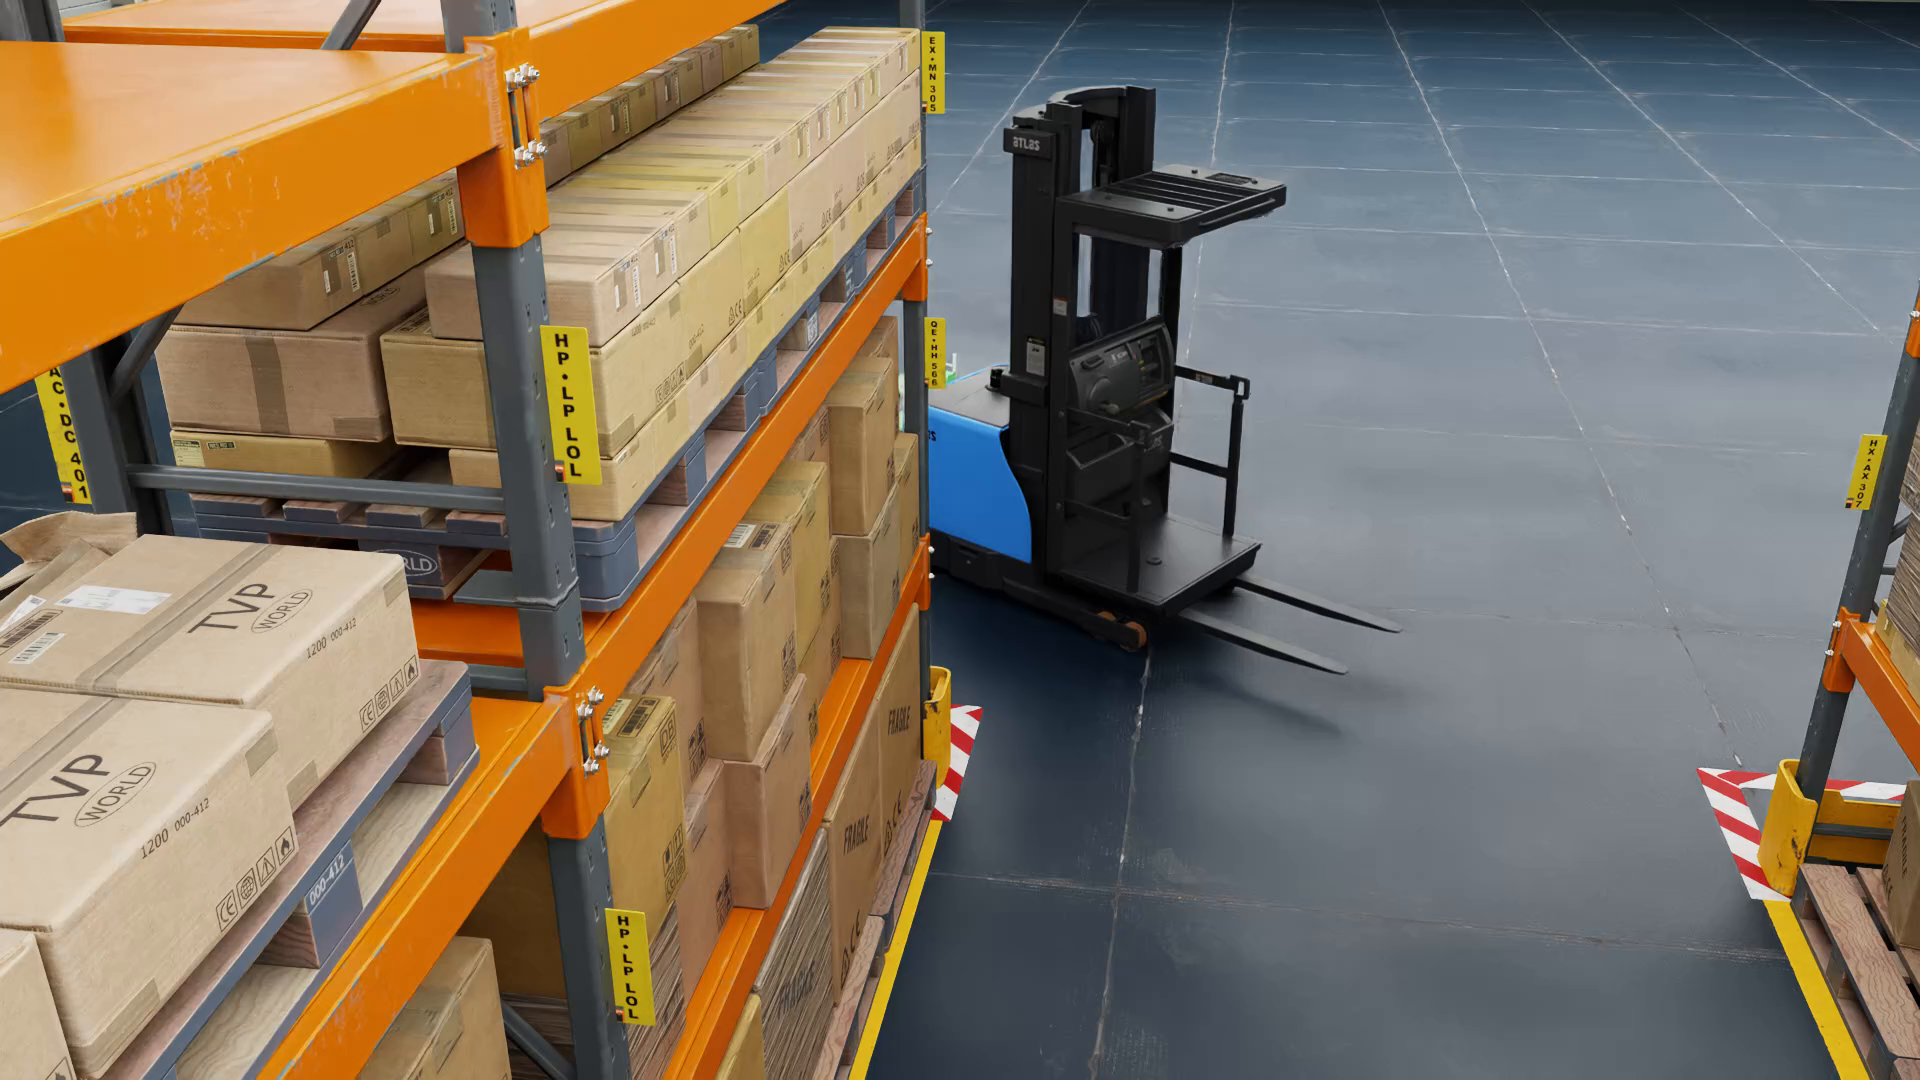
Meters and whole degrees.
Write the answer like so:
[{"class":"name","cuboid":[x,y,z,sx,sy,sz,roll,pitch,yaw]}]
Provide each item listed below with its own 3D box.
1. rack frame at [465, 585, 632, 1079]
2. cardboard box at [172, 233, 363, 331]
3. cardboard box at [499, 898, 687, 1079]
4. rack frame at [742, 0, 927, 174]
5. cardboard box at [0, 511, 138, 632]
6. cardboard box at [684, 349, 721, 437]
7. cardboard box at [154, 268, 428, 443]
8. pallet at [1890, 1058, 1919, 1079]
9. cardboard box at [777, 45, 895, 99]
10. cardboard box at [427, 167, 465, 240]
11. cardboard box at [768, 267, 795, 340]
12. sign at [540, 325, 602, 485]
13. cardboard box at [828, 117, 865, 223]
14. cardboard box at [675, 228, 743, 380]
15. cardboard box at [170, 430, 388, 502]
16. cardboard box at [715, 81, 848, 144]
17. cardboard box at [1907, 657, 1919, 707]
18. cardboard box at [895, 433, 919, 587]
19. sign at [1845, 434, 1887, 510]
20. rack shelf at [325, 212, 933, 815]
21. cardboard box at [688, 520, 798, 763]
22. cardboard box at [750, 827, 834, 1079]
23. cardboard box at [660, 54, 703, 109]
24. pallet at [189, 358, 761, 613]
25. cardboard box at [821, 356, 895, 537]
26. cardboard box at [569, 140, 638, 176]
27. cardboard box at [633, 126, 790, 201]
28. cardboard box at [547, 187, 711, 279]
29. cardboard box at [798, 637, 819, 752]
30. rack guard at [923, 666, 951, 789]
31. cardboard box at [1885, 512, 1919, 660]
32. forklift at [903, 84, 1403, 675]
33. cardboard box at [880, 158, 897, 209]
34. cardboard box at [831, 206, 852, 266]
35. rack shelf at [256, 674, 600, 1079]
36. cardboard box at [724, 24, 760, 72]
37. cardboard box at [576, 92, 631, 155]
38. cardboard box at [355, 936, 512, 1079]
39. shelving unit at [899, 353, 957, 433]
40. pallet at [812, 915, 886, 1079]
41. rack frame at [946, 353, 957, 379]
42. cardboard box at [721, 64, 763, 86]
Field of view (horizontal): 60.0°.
[{"class":"rack frame","cuboid":[-1.299,1.441,4.132,1.000,3.000,0.127,4,25,9]},{"class":"cardboard box","cuboid":[-1.554,-0.575,3.644,0.380,0.149,0.250,4,25,8]},{"class":"cardboard box","cuboid":[-1.251,1.218,4.432,0.875,0.550,0.550,4,25,9]},{"class":"rack frame","cuboid":[-0.645,-2.949,6.435,1.000,3.000,0.127,4,25,9]},{"class":"cardboard box","cuboid":[-1.644,0.143,2.912,0.258,0.266,0.396,4,25,8]},{"class":"cardboard box","cuboid":[-0.822,-0.380,4.169,0.380,0.149,0.250,4,25,8]},{"class":"cardboard box","cuboid":[-1.472,-0.443,3.833,0.500,0.250,0.500,4,25,8]},{"class":"pallet","cuboid":[3.850,2.295,5.598,1.003,0.211,1.213,4,25,9]},{"class":"cardboard box","cuboid":[-0.450,-1.697,6.041,0.380,0.149,0.250,4,25,9]},{"class":"cardboard box","cuboid":[-1.430,-0.890,4.318,0.380,0.149,0.250,4,25,9]},{"class":"cardboard box","cuboid":[-0.698,-0.700,4.853,0.380,0.149,0.250,4,25,9]},{"class":"sign","cuboid":[-0.762,-0.260,3.248,0.100,0.325,0.005,4,25,9]},{"class":"cardboard box","cuboid":[-0.615,-1.249,5.555,0.500,0.250,0.500,4,25,8]},{"class":"cardboard box","cuboid":[-0.862,-0.616,4.201,0.500,0.250,0.500,4,25,8]},{"class":"cardboard box","cuboid":[-1.555,-0.213,3.812,0.380,0.149,0.250,4,25,8]},{"class":"cardboard box","cuboid":[-0.574,-1.377,5.357,0.380,0.149,0.250,4,25,8]},{"class":"cardboard box","cuboid":[3.834,0.578,6.274,0.380,0.149,0.250,4,25,9]},{"class":"cardboard box","cuboid":[-0.661,-0.141,7.336,0.875,0.550,0.550,4,25,9]},{"class":"sign","cuboid":[3.696,-0.275,6.779,0.100,0.325,0.005,4,25,9]},{"class":"rack shelf","cuboid":[-0.972,-0.428,5.436,1.077,0.370,4.000,4,25,9]},{"class":"cardboard box","cuboid":[-1.006,0.278,5.167,0.875,0.550,0.550,4,25,9]},{"class":"cardboard box","cuboid":[-0.984,1.578,5.851,0.875,0.875,0.875,4,25,9]},{"class":"cardboard box","cuboid":[-1.139,-1.638,5.915,0.380,0.149,0.250,4,25,9]},{"class":"pallet","cuboid":[-1.155,-0.218,4.245,1.003,0.211,1.213,4,25,9]},{"class":"cardboard box","cuboid":[-0.743,-0.400,6.615,0.875,0.550,0.550,4,25,9]},{"class":"cardboard box","cuboid":[-1.224,-1.075,5.183,0.500,0.250,0.500,4,25,8]},{"class":"cardboard box","cuboid":[-0.698,-1.061,4.683,0.380,0.149,0.250,4,25,8]},{"class":"cardboard box","cuboid":[-0.822,-0.741,4.000,0.380,0.149,0.250,4,25,8]},{"class":"cardboard box","cuboid":[-0.991,0.540,5.880,0.875,0.550,0.500,4,25,9]},{"class":"rack guard","cuboid":[-0.641,0.891,8.258,1.175,0.500,0.348,4,25,9]},{"class":"cardboard box","cuboid":[4.114,0.203,6.310,0.875,0.500,0.500,4,25,9]},{"class":"forklift","cuboid":[1.084,-0.948,9.318,3.031,2.935,1.130,20,32,36]},{"class":"cardboard box","cuboid":[-0.449,-1.336,6.212,0.380,0.149,0.250,4,25,9]},{"class":"cardboard box","cuboid":[-0.573,-1.018,5.531,0.380,0.149,0.250,4,25,9]},{"class":"rack shelf","cuboid":[-1.626,1.245,1.862,1.077,0.370,4.000,4,25,9]},{"class":"cardboard box","cuboid":[-1.014,-1.955,6.593,0.380,0.149,0.250,4,25,9]},{"class":"cardboard box","cuboid":[-1.264,-1.317,5.229,0.380,0.149,0.250,4,25,9]},{"class":"cardboard box","cuboid":[-1.374,1.151,3.455,0.700,0.500,0.500,4,25,8]},{"class":"shelving unit","cuboid":[-0.274,-0.573,10.559,0.258,1.200,0.503,20,31,36]},{"class":"pallet","cuboid":[-0.901,1.880,6.485,1.003,0.211,1.213,4,25,9]},{"class":"rack frame","cuboid":[-0.116,-0.652,10.728,0.240,1.200,0.015,20,31,36]},{"class":"cardboard box","cuboid":[-0.977,-1.708,6.536,0.500,0.250,0.500,4,25,8]}]
